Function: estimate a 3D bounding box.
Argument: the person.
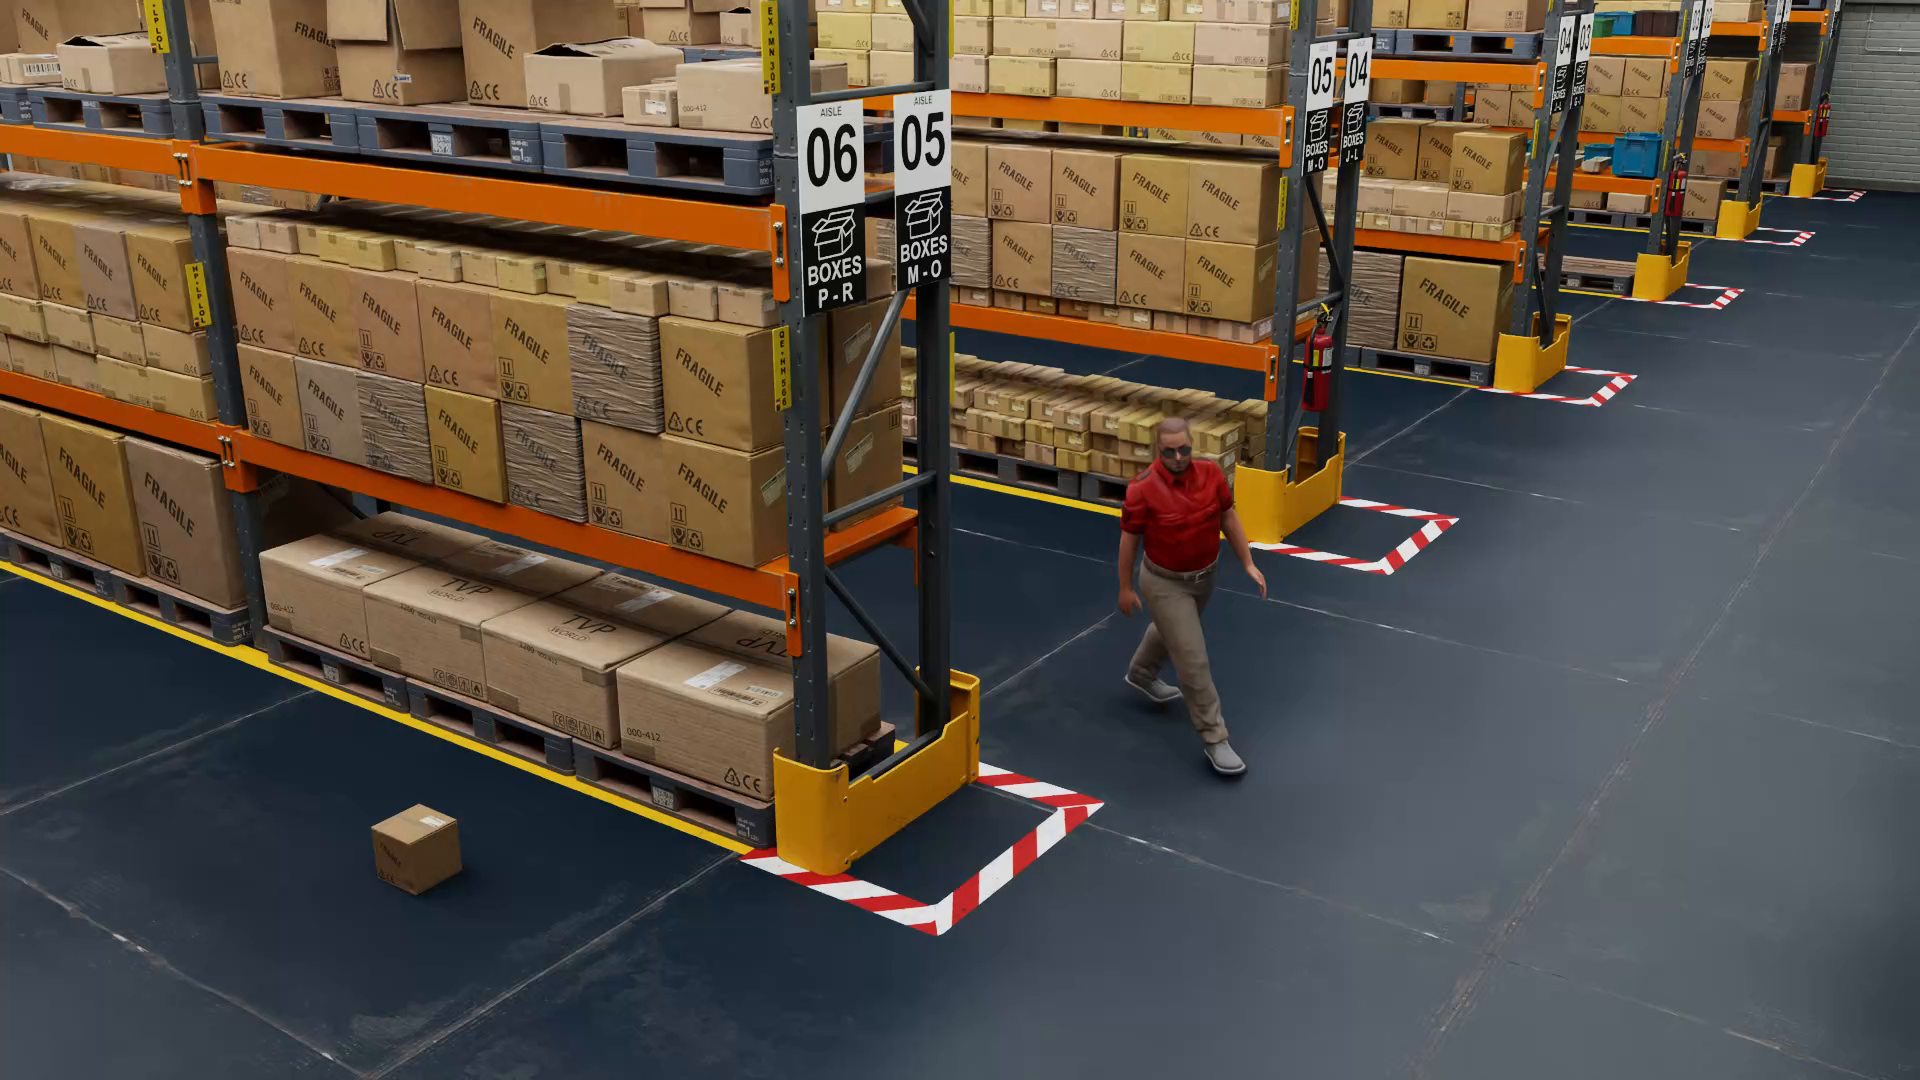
[{"bbox_3d":[1.101,0.195,8.074,0.620,1.661,1.056,-14,24,-34],"label":"person"}]
